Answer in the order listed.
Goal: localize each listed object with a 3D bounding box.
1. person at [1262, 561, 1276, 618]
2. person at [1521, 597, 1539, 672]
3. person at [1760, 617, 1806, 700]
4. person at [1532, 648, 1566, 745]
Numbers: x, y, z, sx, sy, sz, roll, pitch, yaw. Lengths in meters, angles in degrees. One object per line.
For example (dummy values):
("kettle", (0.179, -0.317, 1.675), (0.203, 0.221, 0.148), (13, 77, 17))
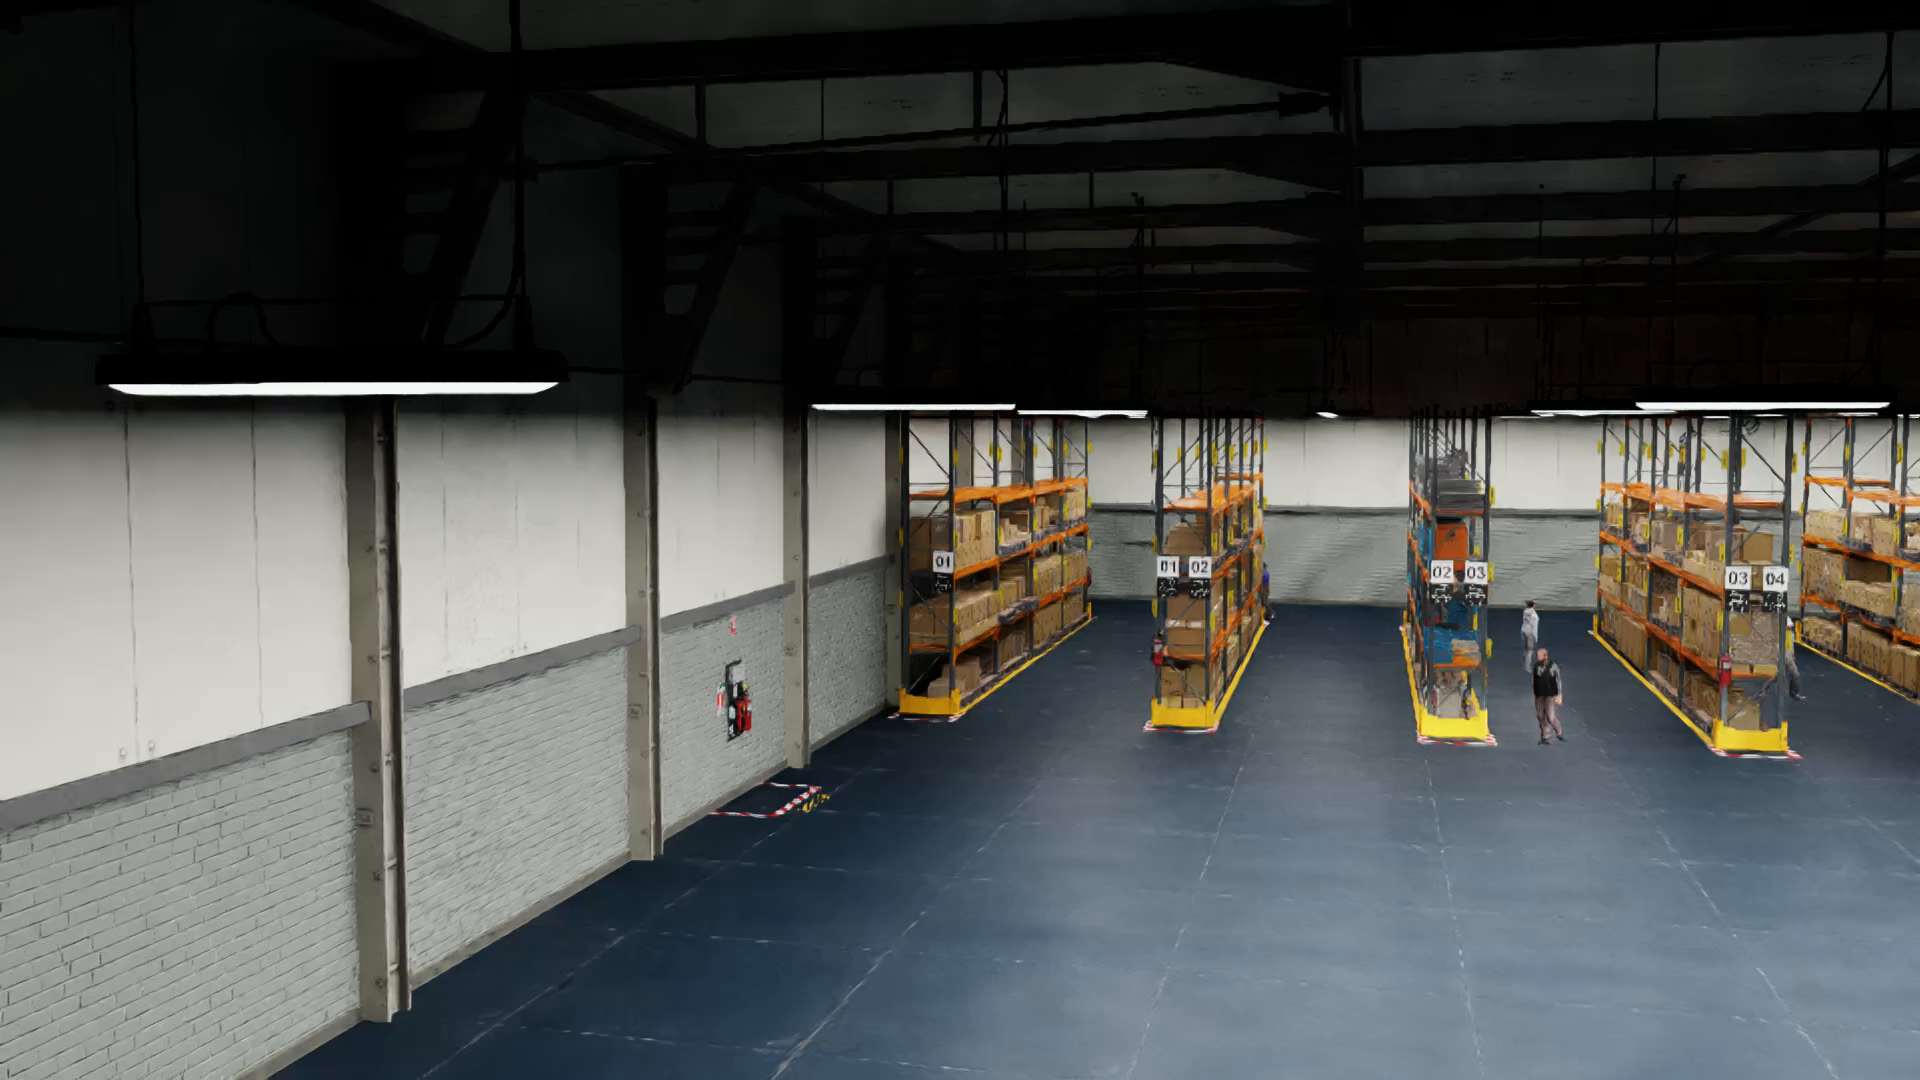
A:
("person", (8.862, 1.446, 48.006), (0.430, 1.650, 0.623), (-1, 4, -16))
("person", (13.024, 2.152, 37.911), (0.433, 1.684, 0.552), (-1, 4, -11))
("person", (16.898, 2.410, 34.184), (0.683, 1.713, 0.832), (0, 4, -2))
("person", (10.397, 2.762, 29.425), (0.506, 1.710, 0.570), (-3, 5, -39))
